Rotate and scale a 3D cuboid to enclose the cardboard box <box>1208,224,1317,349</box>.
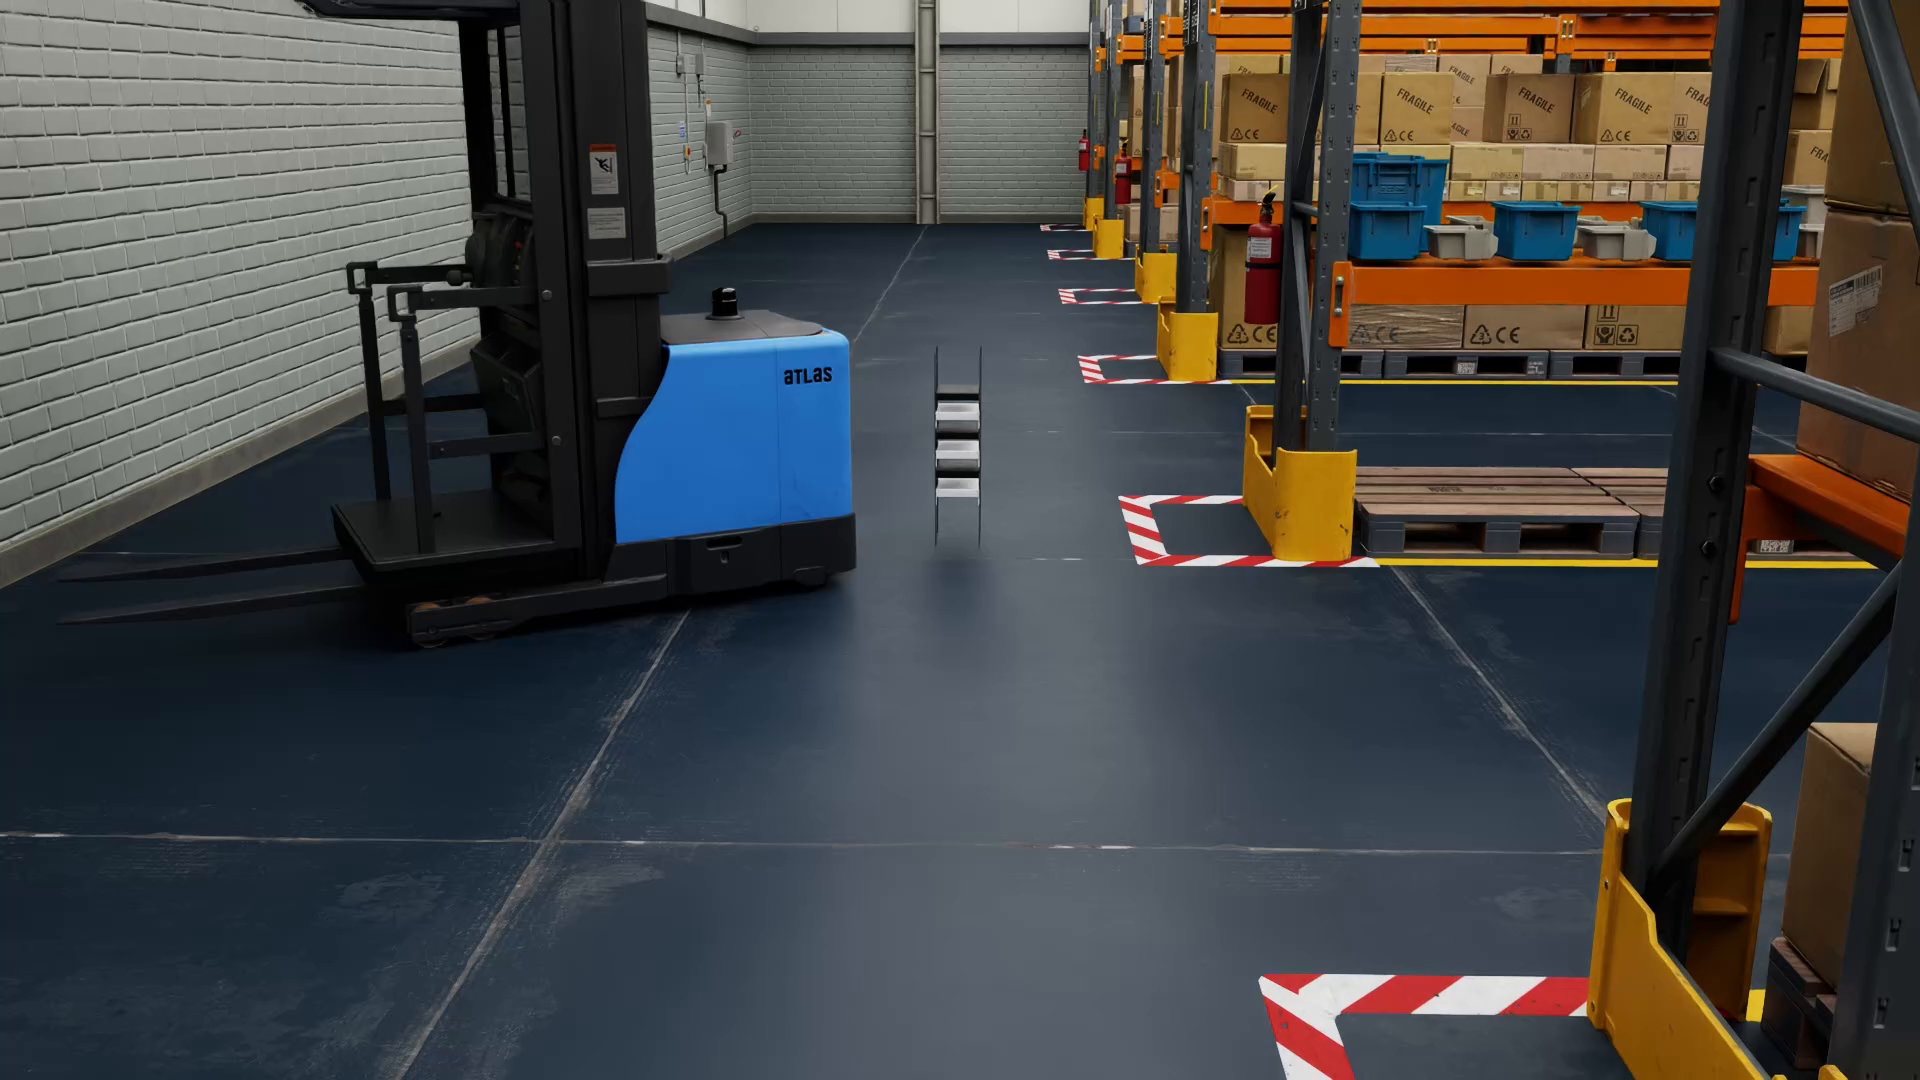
[{"bbox_3d":[2.402,-1.960,12.732,0.875,0.875,0.875,0,15,1],"label":"cardboard box"}]

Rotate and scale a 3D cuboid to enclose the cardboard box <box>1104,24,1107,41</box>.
[{"bbox_3d":[2.587,-8.150,26.681,0.500,0.250,0.500,0,15,0],"label":"cardboard box"}]

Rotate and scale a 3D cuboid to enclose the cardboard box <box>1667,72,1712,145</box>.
[{"bbox_3d":[5.292,-3.111,11.993,0.500,0.500,0.500,1,15,3],"label":"cardboard box"}]

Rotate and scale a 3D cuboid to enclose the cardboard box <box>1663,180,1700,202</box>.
[{"bbox_3d":[5.187,-2.541,12.084,0.250,0.149,0.380,1,15,3],"label":"cardboard box"}]

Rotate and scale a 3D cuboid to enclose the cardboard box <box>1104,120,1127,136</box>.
[{"bbox_3d":[2.602,-6.698,27.057,0.500,0.250,0.500,1,15,3],"label":"cardboard box"}]

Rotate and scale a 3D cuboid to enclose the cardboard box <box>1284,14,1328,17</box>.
[{"bbox_3d":[3.471,-5.338,16.606,0.500,0.250,0.500,0,15,0],"label":"cardboard box"}]

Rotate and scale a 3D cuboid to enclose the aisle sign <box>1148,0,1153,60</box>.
[{"bbox_3d":[1.907,-5.214,16.625,0.004,0.787,0.394,0,15,1],"label":"aisle sign"}]

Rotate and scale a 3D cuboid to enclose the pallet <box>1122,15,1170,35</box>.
[{"bbox_3d":[2.755,-6.701,21.653,1.213,0.211,1.003,0,15,1],"label":"pallet"}]

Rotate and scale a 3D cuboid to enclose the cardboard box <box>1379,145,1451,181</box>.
[{"bbox_3d":[3.255,-2.762,12.139,0.500,0.250,0.500,0,15,0],"label":"cardboard box"}]

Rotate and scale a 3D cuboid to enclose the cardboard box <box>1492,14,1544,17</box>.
[{"bbox_3d":[5.489,-5.319,16.534,0.500,0.250,0.500,1,15,3],"label":"cardboard box"}]

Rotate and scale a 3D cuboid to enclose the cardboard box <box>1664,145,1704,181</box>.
[{"bbox_3d":[5.310,-2.750,12.093,0.500,0.250,0.500,0,15,0],"label":"cardboard box"}]

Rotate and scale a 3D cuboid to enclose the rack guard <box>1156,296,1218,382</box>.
[{"bbox_3d":[1.736,-1.560,12.773,0.348,0.500,1.175,0,15,1],"label":"rack guard"}]

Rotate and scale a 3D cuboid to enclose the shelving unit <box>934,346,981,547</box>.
[{"bbox_3d":[-0.008,-0.435,7.725,0.210,0.900,0.258,0,15,1],"label":"shelving unit"}]

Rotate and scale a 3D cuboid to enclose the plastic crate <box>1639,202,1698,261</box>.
[{"bbox_3d":[3.188,-1.359,7.323,0.300,0.233,0.416,0,15,1],"label":"plastic crate"}]

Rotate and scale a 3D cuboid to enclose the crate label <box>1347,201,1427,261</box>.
[{"bbox_3d":[1.872,-1.368,7.355,0.303,0.233,0.416,0,15,1],"label":"crate label"}]

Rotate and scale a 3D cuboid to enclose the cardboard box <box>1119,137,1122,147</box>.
[{"bbox_3d":[2.457,-6.368,26.589,0.250,0.149,0.380,0,15,1],"label":"cardboard box"}]

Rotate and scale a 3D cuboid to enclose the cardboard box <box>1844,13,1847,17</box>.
[{"bbox_3d":[8.907,-5.418,16.421,0.500,0.500,0.500,0,15,1],"label":"cardboard box"}]

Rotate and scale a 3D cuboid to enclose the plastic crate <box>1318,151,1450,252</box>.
[{"bbox_3d":[1.973,-1.597,7.826,0.499,0.435,0.616,0,15,1],"label":"plastic crate"}]

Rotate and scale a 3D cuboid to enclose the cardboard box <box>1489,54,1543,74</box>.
[{"bbox_3d":[5.509,-4.616,16.718,0.500,0.500,0.500,0,15,-1],"label":"cardboard box"}]

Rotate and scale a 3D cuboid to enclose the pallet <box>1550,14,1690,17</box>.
[{"bbox_3d":[6.601,-5.335,16.670,1.003,0.211,1.213,0,15,1],"label":"pallet"}]

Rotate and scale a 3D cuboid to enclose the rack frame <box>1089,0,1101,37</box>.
[{"bbox_3d":[2.136,-9.462,26.065,0.127,3.000,1.000,0,15,1],"label":"rack frame"}]

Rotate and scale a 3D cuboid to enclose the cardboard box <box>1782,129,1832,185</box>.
[{"bbox_3d":[6.212,-2.724,12.089,0.500,0.500,0.500,0,15,2],"label":"cardboard box"}]

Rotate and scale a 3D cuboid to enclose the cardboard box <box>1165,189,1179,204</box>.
[{"bbox_3d":[3.598,-5.512,26.930,0.500,0.500,0.700,1,15,4],"label":"cardboard box"}]

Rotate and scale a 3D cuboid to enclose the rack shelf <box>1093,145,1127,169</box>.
[{"bbox_3d":[4.135,-6.201,26.873,4.000,0.370,1.077,0,15,1],"label":"rack shelf"}]

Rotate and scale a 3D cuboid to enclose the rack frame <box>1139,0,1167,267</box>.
[{"bbox_3d":[1.987,-4.033,17.245,0.127,3.000,1.000,0,15,1],"label":"rack frame"}]

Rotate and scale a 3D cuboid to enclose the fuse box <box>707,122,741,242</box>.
[{"bbox_3d":[-3.425,-5.238,24.340,0.414,1.711,0.539,0,15,1],"label":"fuse box"}]

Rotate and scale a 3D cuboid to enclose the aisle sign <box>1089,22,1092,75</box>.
[{"bbox_3d":[2.060,-7.744,26.217,0.004,0.787,0.394,0,15,1],"label":"aisle sign"}]

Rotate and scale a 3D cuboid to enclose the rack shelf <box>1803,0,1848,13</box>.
[{"bbox_3d":[7.758,-3.832,12.014,4.000,0.370,1.077,0,15,1],"label":"rack shelf"}]

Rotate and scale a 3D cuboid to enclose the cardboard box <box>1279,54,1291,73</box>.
[{"bbox_3d":[3.453,-4.627,16.759,0.500,0.500,0.500,0,15,0],"label":"cardboard box"}]

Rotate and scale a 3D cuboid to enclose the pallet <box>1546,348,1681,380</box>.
[{"bbox_3d":[5.000,-1.419,12.805,1.213,0.211,1.003,0,15,1],"label":"pallet"}]

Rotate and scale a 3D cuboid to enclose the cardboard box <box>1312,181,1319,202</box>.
[{"bbox_3d":[2.619,-2.558,12.147,0.250,0.149,0.380,0,15,0],"label":"cardboard box"}]

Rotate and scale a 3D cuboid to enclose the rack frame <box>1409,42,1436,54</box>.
[{"bbox_3d":[6.012,-5.270,21.934,0.127,3.000,1.000,0,15,1],"label":"rack frame"}]

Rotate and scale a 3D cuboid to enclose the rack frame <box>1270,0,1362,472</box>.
[{"bbox_3d":[1.633,-1.505,7.666,0.127,3.000,1.000,0,15,1],"label":"rack frame"}]

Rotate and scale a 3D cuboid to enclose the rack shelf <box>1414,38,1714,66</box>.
[{"bbox_3d":[8.011,-6.359,21.593,4.000,0.370,1.077,0,15,1],"label":"rack shelf"}]

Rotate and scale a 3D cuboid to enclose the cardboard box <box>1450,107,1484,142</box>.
[{"bbox_3d":[4.976,-4.134,16.849,0.500,0.500,0.500,0,15,0],"label":"cardboard box"}]

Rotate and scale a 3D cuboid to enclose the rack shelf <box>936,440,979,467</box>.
[{"bbox_3d":[-0.008,-0.403,7.734,0.200,0.077,0.258,0,15,1],"label":"rack shelf"}]

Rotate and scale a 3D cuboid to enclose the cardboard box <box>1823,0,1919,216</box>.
[{"bbox_3d":[1.955,-0.841,2.993,0.500,0.500,0.500,0,15,1],"label":"cardboard box"}]

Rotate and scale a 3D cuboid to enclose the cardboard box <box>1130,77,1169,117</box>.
[{"bbox_3d":[2.485,-5.752,21.605,0.500,0.500,0.500,0,15,0],"label":"cardboard box"}]

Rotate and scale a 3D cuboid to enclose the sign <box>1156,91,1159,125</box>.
[{"bbox_3d":[1.974,-4.313,16.610,0.005,0.325,0.100,0,15,1],"label":"sign"}]

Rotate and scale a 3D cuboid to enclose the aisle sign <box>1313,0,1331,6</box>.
[{"bbox_3d":[1.554,-2.687,7.049,0.004,0.787,0.394,0,15,1],"label":"aisle sign"}]

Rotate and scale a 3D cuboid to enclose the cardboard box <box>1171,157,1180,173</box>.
[{"bbox_3d":[2.303,-3.826,16.952,0.250,0.149,0.380,0,15,1],"label":"cardboard box"}]

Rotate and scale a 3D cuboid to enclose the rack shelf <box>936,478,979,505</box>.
[{"bbox_3d":[-0.008,-0.229,7.780,0.200,0.077,0.258,0,15,1],"label":"rack shelf"}]

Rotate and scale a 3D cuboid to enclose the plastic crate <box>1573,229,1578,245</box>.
[{"bbox_3d":[2.742,-1.442,7.826,0.243,0.136,0.396,0,15,1],"label":"plastic crate"}]

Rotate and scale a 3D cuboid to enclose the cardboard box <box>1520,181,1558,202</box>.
[{"bbox_3d":[4.161,-2.548,12.109,0.250,0.149,0.380,0,15,1],"label":"cardboard box"}]

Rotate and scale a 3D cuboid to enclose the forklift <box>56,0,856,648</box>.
[{"bbox_3d":[-1.992,-1.162,6.500,3.031,2.935,1.130,-8,17,-27],"label":"forklift"}]

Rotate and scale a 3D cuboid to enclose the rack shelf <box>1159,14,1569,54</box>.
[{"bbox_3d":[3.987,-5.122,16.905,4.000,0.370,1.077,0,15,1],"label":"rack shelf"}]

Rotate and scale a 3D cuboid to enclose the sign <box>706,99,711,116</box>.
[{"bbox_3d":[-3.634,-6.248,24.022,0.001,0.242,0.339,0,15,1],"label":"sign"}]

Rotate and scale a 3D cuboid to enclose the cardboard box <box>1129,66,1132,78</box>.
[{"bbox_3d":[2.377,-6.190,21.994,0.250,0.149,0.380,1,15,2],"label":"cardboard box"}]

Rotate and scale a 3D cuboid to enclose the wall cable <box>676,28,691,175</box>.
[{"bbox_3d":[-3.625,-5.833,22.015,0.123,1.953,0.585,0,15,1],"label":"wall cable"}]
